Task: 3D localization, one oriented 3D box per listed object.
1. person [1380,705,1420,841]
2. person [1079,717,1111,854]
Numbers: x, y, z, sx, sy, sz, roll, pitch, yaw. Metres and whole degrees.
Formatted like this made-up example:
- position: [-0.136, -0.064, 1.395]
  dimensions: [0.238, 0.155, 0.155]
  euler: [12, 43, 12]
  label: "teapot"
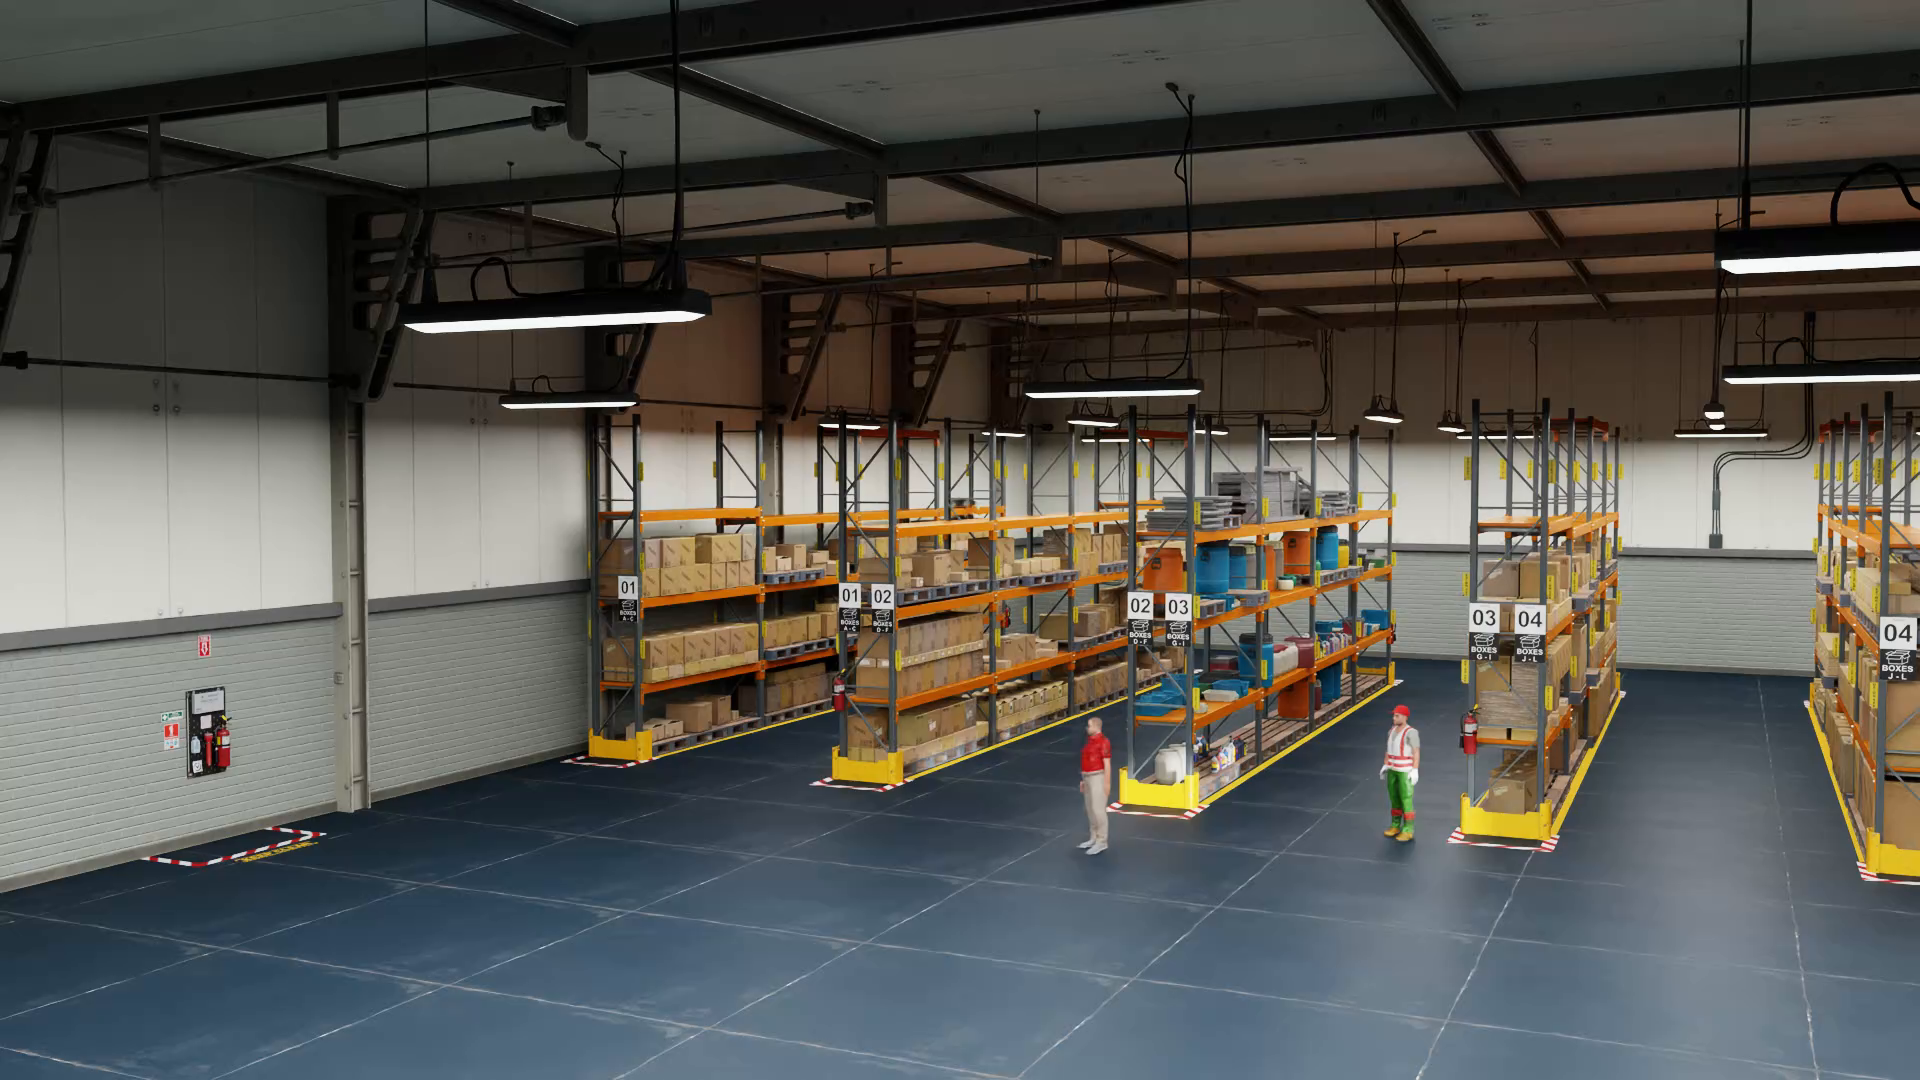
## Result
- position: [5.999, 3.168, 22.767]
  dimensions: [0.392, 1.809, 0.589]
  euler: [-1, 3, -26]
  label: "person"
- position: [1.758, 3.239, 22.066]
  dimensions: [0.423, 1.764, 0.618]
  euler: [-1, 3, -22]
  label: "person"
